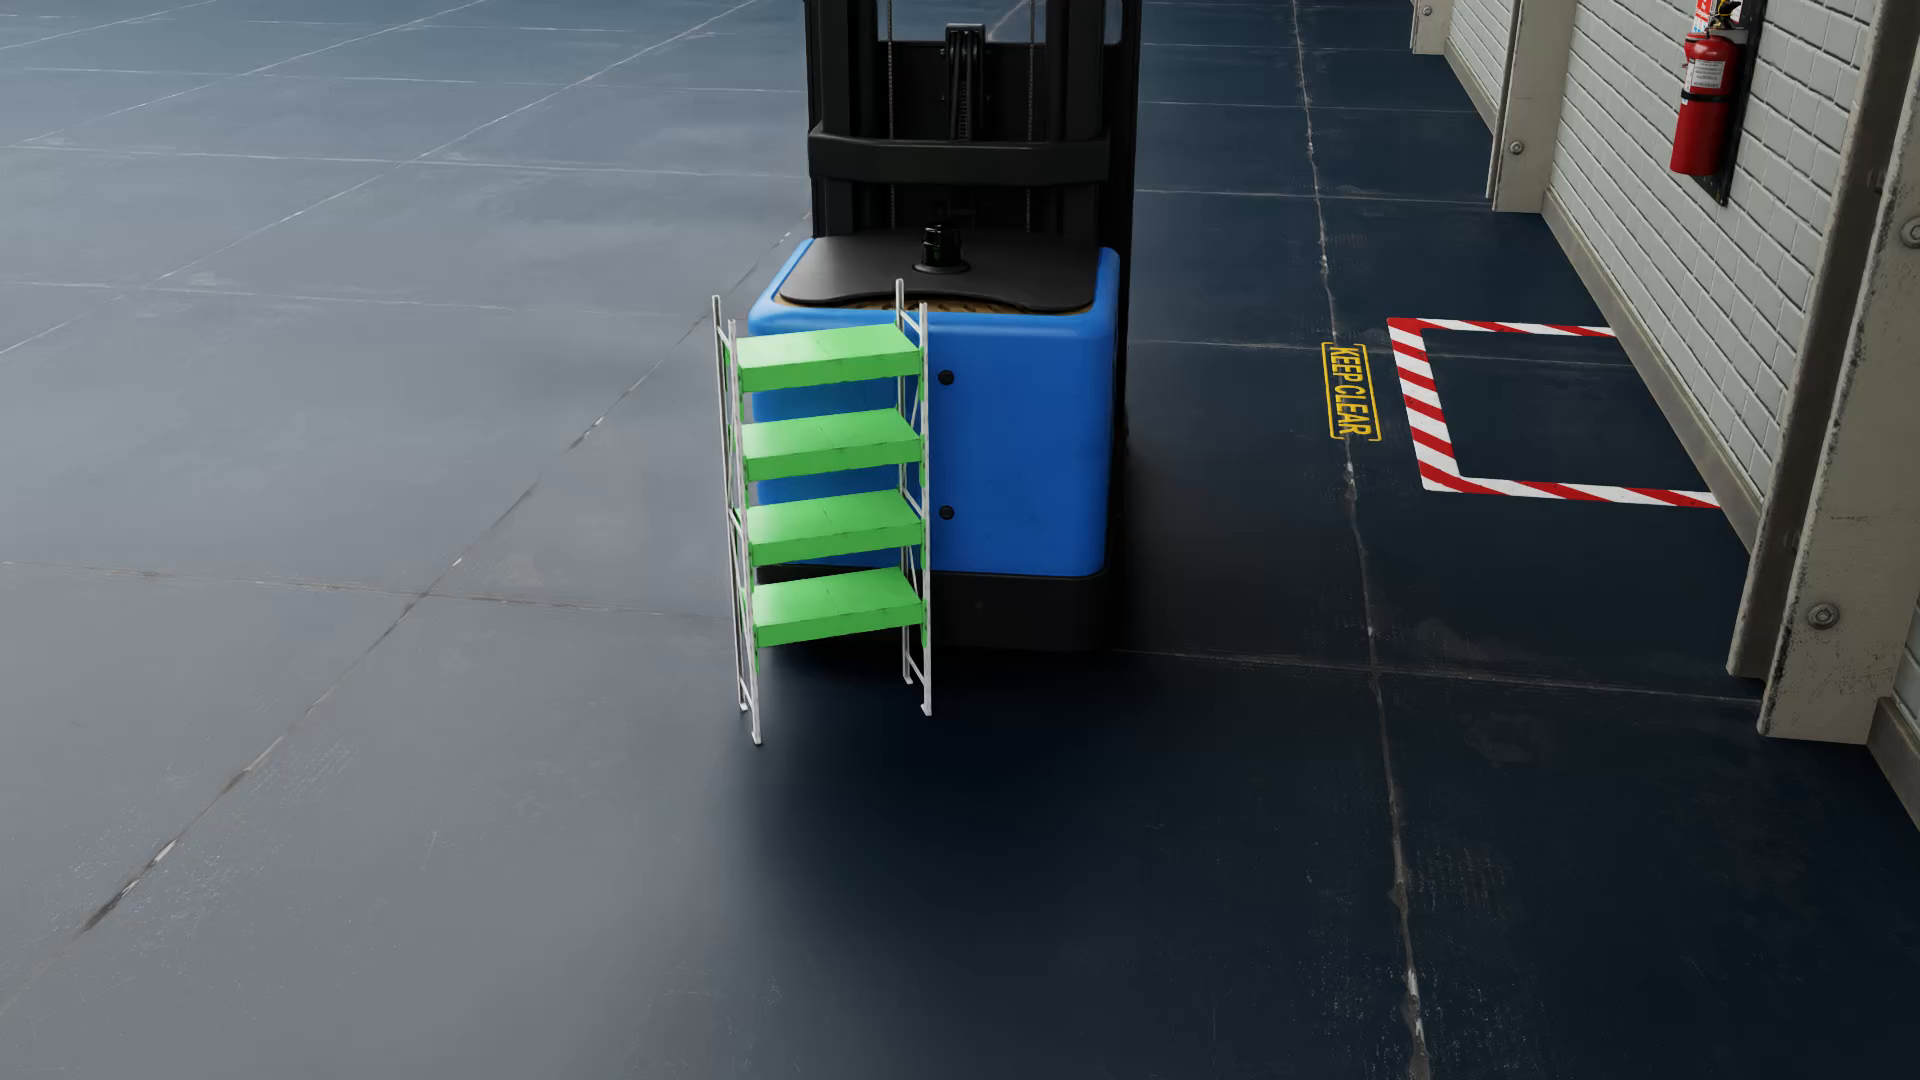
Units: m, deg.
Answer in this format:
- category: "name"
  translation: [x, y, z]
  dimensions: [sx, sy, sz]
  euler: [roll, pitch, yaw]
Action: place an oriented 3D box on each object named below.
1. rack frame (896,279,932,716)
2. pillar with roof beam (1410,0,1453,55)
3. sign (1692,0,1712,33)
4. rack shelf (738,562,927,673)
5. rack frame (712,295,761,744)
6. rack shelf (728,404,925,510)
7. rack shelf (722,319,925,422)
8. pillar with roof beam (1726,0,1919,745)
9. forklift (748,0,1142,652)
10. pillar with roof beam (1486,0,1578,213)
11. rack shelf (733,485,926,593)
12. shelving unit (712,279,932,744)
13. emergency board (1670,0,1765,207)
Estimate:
- category: "rack frame"
  translation: [-0.125, -0.097, 4.541]
  dimensions: [0.015, 1.200, 0.240]
  euler: [-8, 26, -16]
- category: "pillar with roof beam"
  translation: [0.112, -8.924, 14.200]
  dimensions: [9.100, 9.000, 0.400]
  euler: [4, 25, 9]
- category: "sign"
  translation: [3.032, -2.161, 6.786]
  dimensions: [0.001, 0.329, 0.234]
  euler: [4, 25, 9]
- category: "rack shelf"
  translation: [-0.357, 0.210, 4.601]
  dimensions: [0.480, 0.148, 0.258]
  euler: [-8, 26, -16]
- category: "rack frame"
  translation: [-0.590, -0.034, 4.405]
  dimensions: [0.015, 1.200, 0.240]
  euler: [-8, 26, -16]
- category: "rack shelf"
  translation: [-0.358, -0.225, 4.399]
  dimensions: [0.480, 0.148, 0.258]
  euler: [-8, 26, -16]
- category: "rack shelf"
  translation: [-0.358, -0.443, 4.298]
  dimensions: [0.480, 0.148, 0.258]
  euler: [-8, 26, -16]
- category: "pillar with roof beam"
  translation: [-1.849, -3.905, 3.478]
  dimensions: [9.100, 9.000, 0.400]
  euler: [4, 25, 9]
- category: "forklift"
  translation: [0.070, -1.590, 5.690]
  dimensions: [1.130, 2.935, 3.031]
  euler: [3, 25, 6]
- category: "pillar with roof beam"
  translation: [-0.868, -6.415, 8.839]
  dimensions: [9.100, 9.000, 0.400]
  euler: [4, 25, 9]
- category: "rack shelf"
  translation: [-0.357, -0.007, 4.500]
  dimensions: [0.480, 0.148, 0.258]
  euler: [-8, 26, -16]
- category: "shelving unit"
  translation: [-0.357, -0.065, 4.473]
  dimensions: [0.503, 1.200, 0.258]
  euler: [-8, 26, -16]
- category: "emergency board"
  translation: [2.840, -1.921, 6.315]
  dimensions: [0.194, 1.169, 0.643]
  euler: [4, 25, 9]
